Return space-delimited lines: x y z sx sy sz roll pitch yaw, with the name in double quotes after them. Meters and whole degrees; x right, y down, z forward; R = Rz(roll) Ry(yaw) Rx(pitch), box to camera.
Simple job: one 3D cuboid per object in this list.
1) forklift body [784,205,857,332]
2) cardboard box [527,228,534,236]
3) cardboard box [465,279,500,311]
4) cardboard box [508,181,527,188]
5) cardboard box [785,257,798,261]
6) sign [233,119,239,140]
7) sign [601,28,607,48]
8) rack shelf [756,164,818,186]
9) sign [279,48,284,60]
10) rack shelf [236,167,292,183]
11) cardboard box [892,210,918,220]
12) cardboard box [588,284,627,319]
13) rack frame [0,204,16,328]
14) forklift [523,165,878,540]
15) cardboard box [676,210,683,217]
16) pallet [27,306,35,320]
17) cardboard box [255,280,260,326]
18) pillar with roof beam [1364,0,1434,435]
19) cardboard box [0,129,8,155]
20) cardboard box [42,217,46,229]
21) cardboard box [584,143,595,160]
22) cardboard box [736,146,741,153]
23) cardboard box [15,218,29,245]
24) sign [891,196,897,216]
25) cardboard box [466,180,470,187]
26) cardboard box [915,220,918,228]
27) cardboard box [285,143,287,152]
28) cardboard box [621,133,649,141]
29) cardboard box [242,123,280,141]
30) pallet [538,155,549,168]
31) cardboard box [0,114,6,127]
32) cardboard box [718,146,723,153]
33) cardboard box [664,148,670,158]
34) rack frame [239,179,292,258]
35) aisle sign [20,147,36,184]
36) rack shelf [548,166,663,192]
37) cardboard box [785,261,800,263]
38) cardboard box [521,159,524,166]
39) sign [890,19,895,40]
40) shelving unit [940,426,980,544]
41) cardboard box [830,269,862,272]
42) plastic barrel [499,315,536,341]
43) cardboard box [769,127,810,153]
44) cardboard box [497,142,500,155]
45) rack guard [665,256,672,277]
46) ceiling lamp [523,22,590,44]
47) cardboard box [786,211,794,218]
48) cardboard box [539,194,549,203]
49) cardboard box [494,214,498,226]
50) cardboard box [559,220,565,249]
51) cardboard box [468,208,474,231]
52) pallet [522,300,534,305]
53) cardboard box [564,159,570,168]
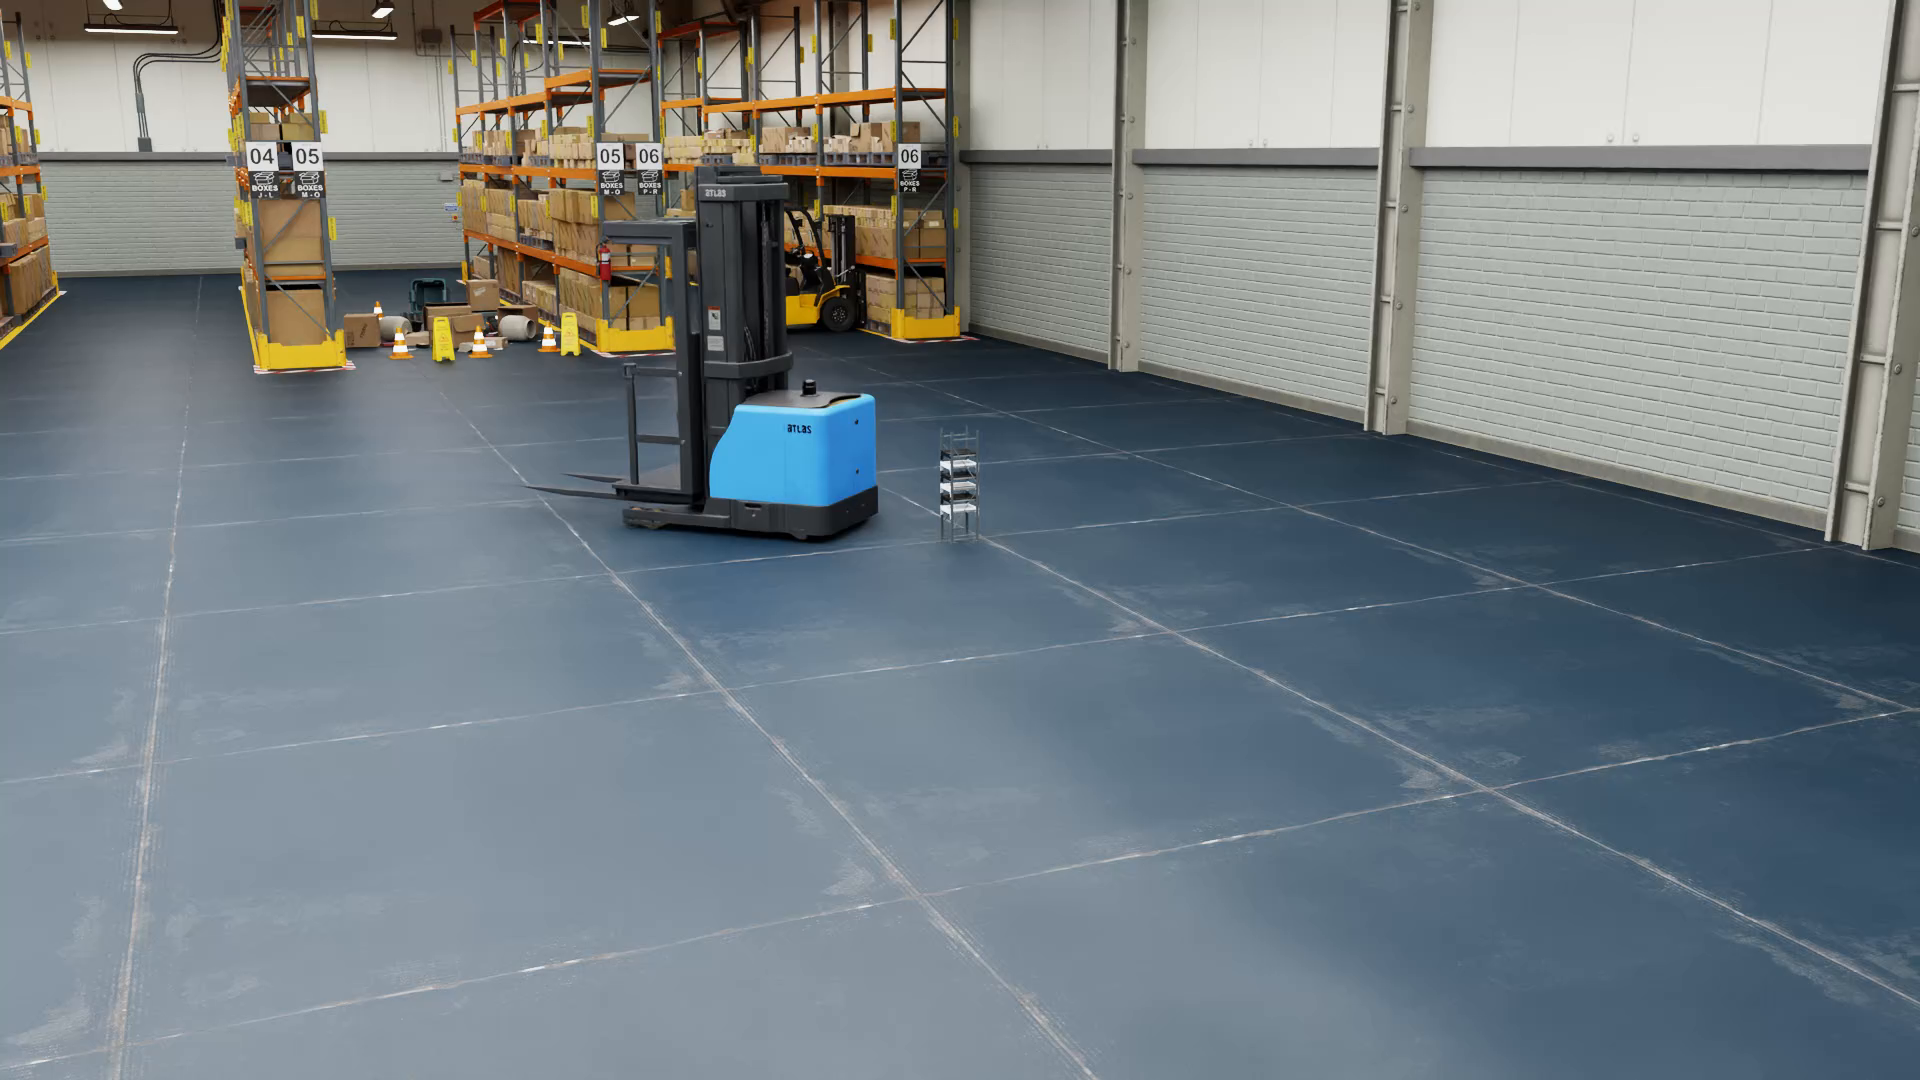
-3.020 -4.743 29.091 2.313 2.155 1.214 -6 14 -23 "forklift body"
-8.139 -5.950 32.053 0.380 0.149 0.250 -6 14 -23 "cardboard box"
-8.357 -4.291 29.120 0.500 0.500 0.500 -6 14 -23 "cardboard box"
-9.831 -7.900 36.972 0.380 0.149 0.250 -6 14 -24 "cardboard box"
-3.717 -6.021 35.905 0.380 0.149 0.250 -5 14 -20 "cardboard box"
-11.726 -6.654 26.971 0.100 0.325 0.005 -6 14 -23 "sign"
-6.233 -8.768 29.050 0.100 0.325 0.005 -6 14 -23 "sign"
-2.992 -7.280 33.114 1.077 0.370 4.000 -6 14 -23 "rack shelf"
-13.931 -9.998 34.187 0.100 0.325 0.005 -6 14 -23 "sign"
-13.636 -7.189 32.722 1.077 0.370 4.000 -6 14 -23 "rack shelf"
-0.926 -5.494 28.134 0.380 0.149 0.250 -6 14 -23 "cardboard box"
-5.695 -3.852 26.866 0.500 0.500 0.500 -6 14 -23 "cardboard box"
-17.420 -5.238 29.348 1.000 3.000 0.127 -6 14 -23 "rack frame"
-2.260 -1.619 13.866 3.031 2.935 1.130 5 14 21 "forklift"
-6.655 -7.980 40.870 0.500 0.250 0.500 -6 14 -24 "cardboard box"
-18.152 -4.301 31.483 1.003 0.211 1.213 -6 14 -23 "pallet"
-10.680 -3.686 26.423 0.875 0.875 0.875 -6 14 -23 "cardboard box"
0.820 -5.209 15.920 9.100 9.000 0.400 -6 14 -23 "pillar with roof beam"
-18.781 -7.660 32.008 0.700 0.500 0.500 -5 14 -22 "cardboard box"
-20.188 -6.886 36.144 0.500 0.250 0.500 -6 14 -24 "cardboard box"
-5.587 -6.095 26.071 0.500 0.250 0.500 -6 14 -24 "cardboard box"
-4.648 -8.484 36.171 0.380 0.149 0.250 -5 14 -21 "cardboard box"
-18.585 -6.041 32.597 0.500 0.500 0.500 -6 14 -23 "cardboard box"
-1.092 -5.563 27.658 0.100 0.325 0.005 -6 14 -23 "sign"
-11.365 -8.375 39.024 0.380 0.149 0.250 -6 14 -25 "cardboard box"
-0.644 -5.433 28.530 0.380 0.149 0.250 -6 14 -23 "cardboard box"
-10.486 -6.226 26.371 0.380 0.149 0.250 -6 14 -23 "cardboard box"
-5.091 -6.299 26.071 0.380 0.149 0.250 -6 14 -23 "cardboard box"
-10.083 -5.874 23.967 0.500 0.250 0.500 -5 14 -22 "cardboard box"
-6.887 -6.813 29.921 1.213 0.211 1.003 -6 14 -23 "pallet"
-19.393 -8.388 33.268 0.500 0.250 0.500 -7 15 -27 "cardboard box"
-5.136 -8.639 36.795 0.380 0.149 0.250 -5 14 -22 "cardboard box"
-7.071 -9.652 41.440 0.500 0.250 0.500 -6 14 -24 "cardboard box"
-14.437 -6.491 34.764 1.000 3.000 0.127 -6 14 -23 "rack frame"
-20.379 -8.199 36.378 0.394 0.787 0.004 -6 14 -23 "aisle sign"
-5.937 -6.004 27.603 1.077 0.370 4.000 -6 14 -23 "rack shelf"
-3.556 -5.500 34.815 0.875 0.625 0.625 -5 14 -21 "cardboard box"
-8.370 -7.391 32.558 0.380 0.149 0.250 -6 14 -23 "cardboard box"
-1.092 -8.299 27.025 0.100 0.325 0.005 -6 14 -23 "sign"
-0.003 -0.440 13.276 0.258 0.900 0.210 -6 14 -23 "shelving unit"
-2.089 -4.873 30.721 0.500 0.250 0.500 -6 14 -23 "cardboard box"
-7.350 -3.515 27.618 0.512 0.421 0.421 4 14 16 "plastic barrel"
-3.433 -8.078 33.595 0.700 0.500 0.500 -6 14 -24 "cardboard box"
-9.212 -7.986 33.938 0.396 0.266 0.258 -6 14 -24 "cardboard box"
-6.968 -7.001 42.512 1.175 0.500 0.348 -6 14 -23 "rack guard"
-10.205 -14.345 42.447 2.000 3.185 0.800 -6 14 -23 "ceiling lamp"
-3.248 -6.480 33.055 0.380 0.149 0.250 -6 14 -24 "cardboard box"
-7.549 -6.291 30.649 0.380 0.149 0.250 -6 14 -25 "cardboard box"
-9.612 -6.802 35.329 0.500 0.250 0.500 -5 14 -22 "cardboard box"
-6.594 -5.282 28.660 0.500 0.500 0.500 -6 14 -23 "cardboard box"
-11.200 -7.501 38.904 0.500 0.500 0.500 -6 14 -23 "cardboard box"
-8.028 -4.613 32.832 1.003 0.211 1.213 -6 14 -23 "pallet"
-6.402 -6.285 27.776 0.380 0.149 0.250 -6 14 -24 "cardboard box"
